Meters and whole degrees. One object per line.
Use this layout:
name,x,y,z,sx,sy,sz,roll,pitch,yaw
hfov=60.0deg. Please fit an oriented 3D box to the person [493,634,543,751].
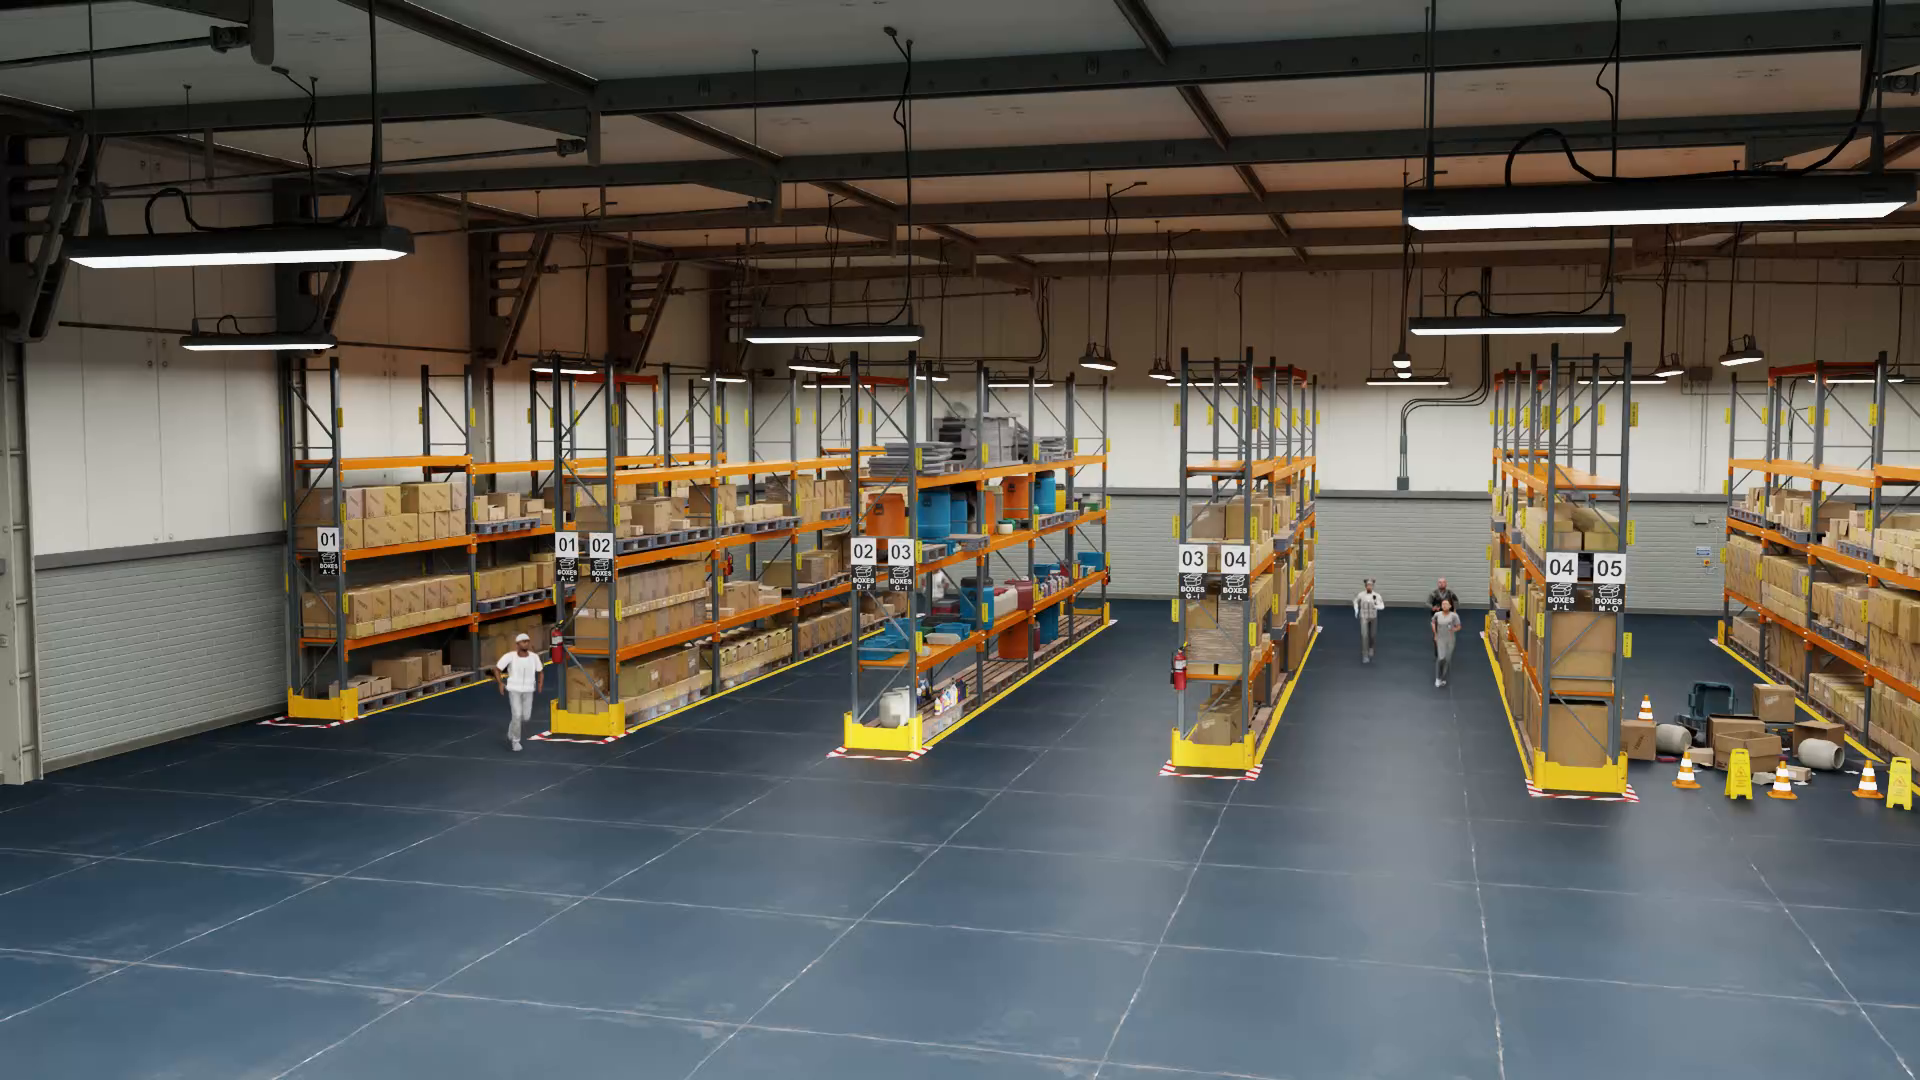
person,-6.681,2.295,25.292,0.749,1.731,0.651,-2,5,-30

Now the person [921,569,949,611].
person,-0.570,1.336,37.870,0.659,1.848,0.803,0,4,4

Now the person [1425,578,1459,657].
person,9.841,1.642,34.004,0.649,1.738,0.953,1,4,13

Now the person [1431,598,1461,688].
person,9.024,1.921,30.884,0.540,1.657,0.669,1,4,15

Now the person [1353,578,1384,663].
person,8.401,1.624,34.181,0.607,1.689,0.935,1,4,10
